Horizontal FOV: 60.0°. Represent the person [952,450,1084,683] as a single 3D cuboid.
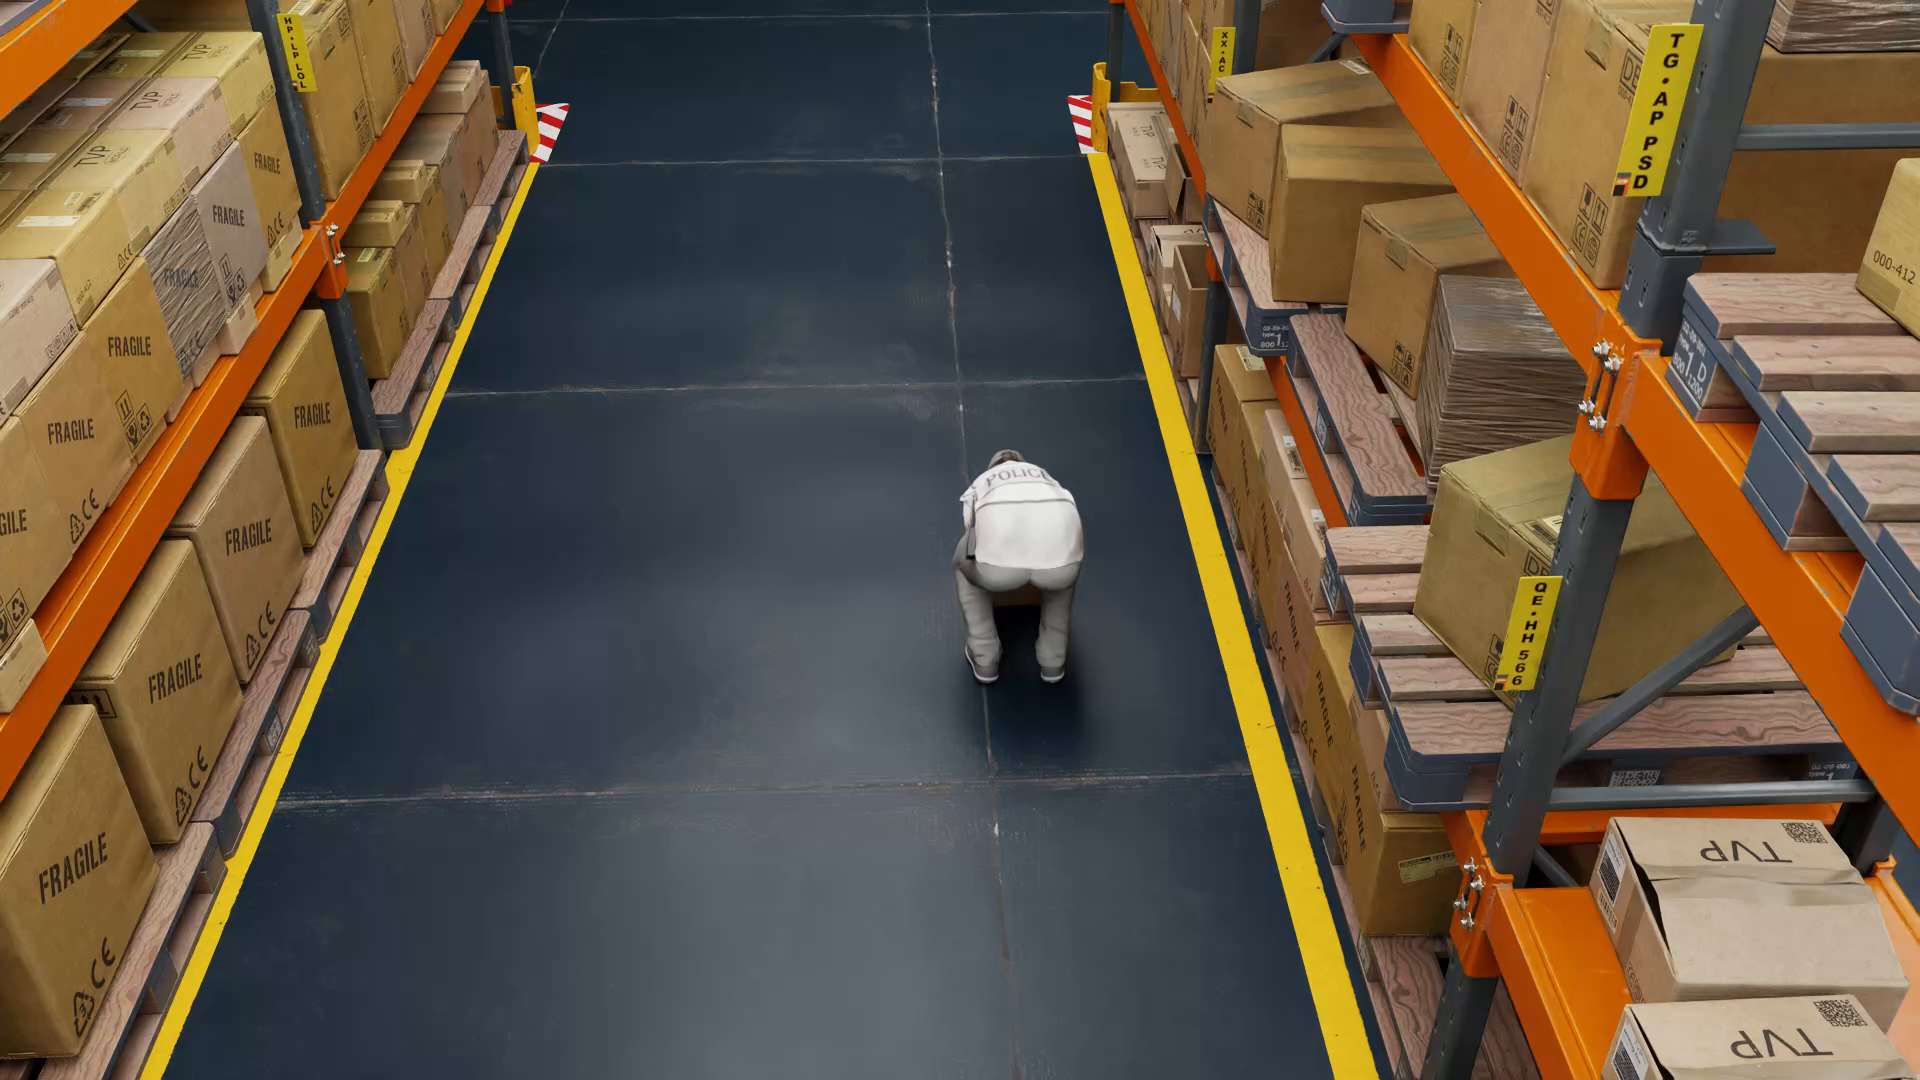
[{"bbox_3d":[0.226,0.061,6.732,0.519,0.886,0.936,-2,36,-3],"label":"person"}]
